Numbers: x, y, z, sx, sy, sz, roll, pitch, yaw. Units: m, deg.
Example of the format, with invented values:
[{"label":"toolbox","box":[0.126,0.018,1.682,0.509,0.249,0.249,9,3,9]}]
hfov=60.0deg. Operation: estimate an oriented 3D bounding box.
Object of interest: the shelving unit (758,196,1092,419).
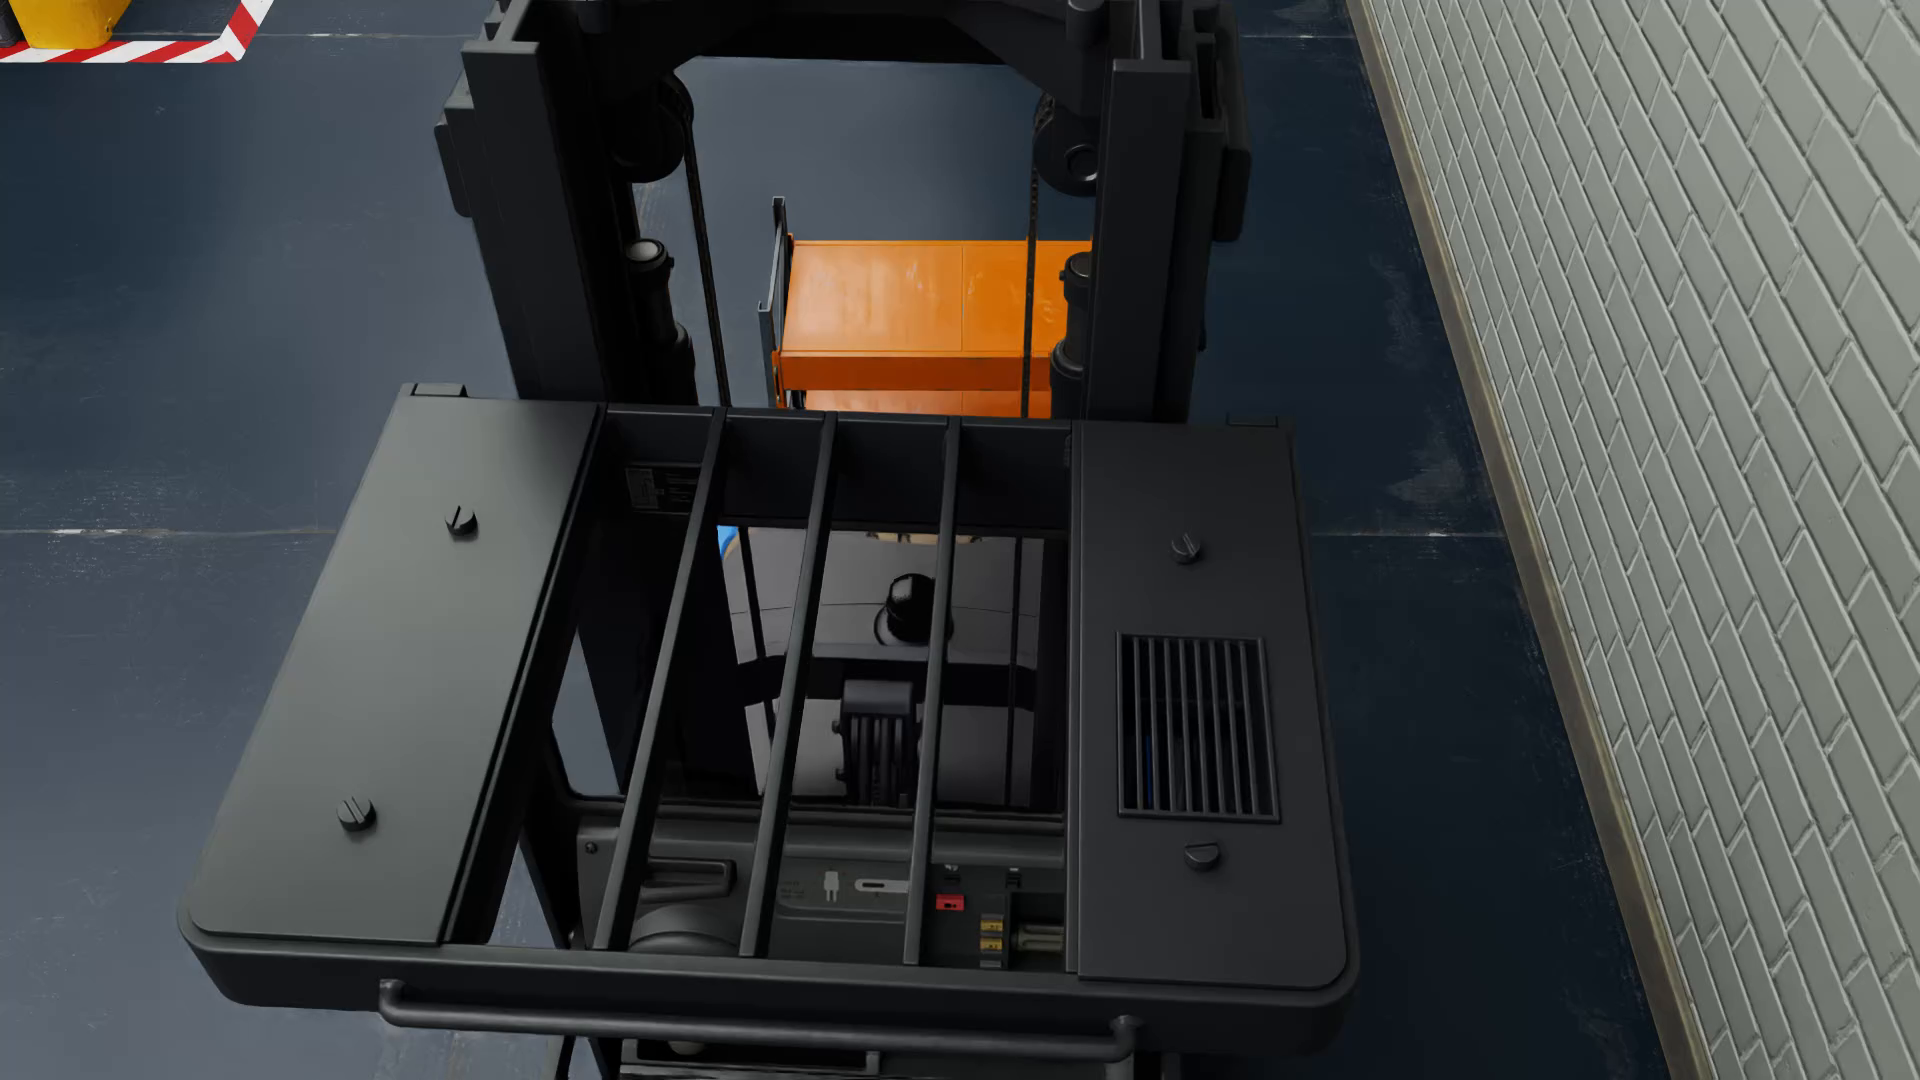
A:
[{"label":"shelving unit","box":[0.007,-0.383,4.838,1.048,1.125,0.538,0,47,0]}]

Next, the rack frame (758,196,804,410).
[{"label":"rack frame","box":[-0.502,-0.385,4.840,0.032,1.125,0.500,0,47,0]}]

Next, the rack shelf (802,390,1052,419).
[{"label":"rack shelf","box":[0.007,-0.217,5.017,1.000,0.278,0.538,0,47,0]}]

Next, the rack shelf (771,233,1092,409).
[{"label":"rack shelf","box":[0.007,-0.583,4.624,1.000,0.278,0.538,0,47,0]}]

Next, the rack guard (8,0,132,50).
[{"label":"rack guard","box":[-3.902,-2.735,7.454,0.348,0.500,1.175,0,47,0]}]

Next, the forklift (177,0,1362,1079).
[{"label":"forklift","box":[-0.158,0.752,2.548,1.130,2.935,3.031,2,47,2]}]

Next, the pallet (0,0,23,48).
[{"label":"pallet","box":[-4.726,-2.581,7.508,1.213,0.211,1.003,0,47,0]}]
